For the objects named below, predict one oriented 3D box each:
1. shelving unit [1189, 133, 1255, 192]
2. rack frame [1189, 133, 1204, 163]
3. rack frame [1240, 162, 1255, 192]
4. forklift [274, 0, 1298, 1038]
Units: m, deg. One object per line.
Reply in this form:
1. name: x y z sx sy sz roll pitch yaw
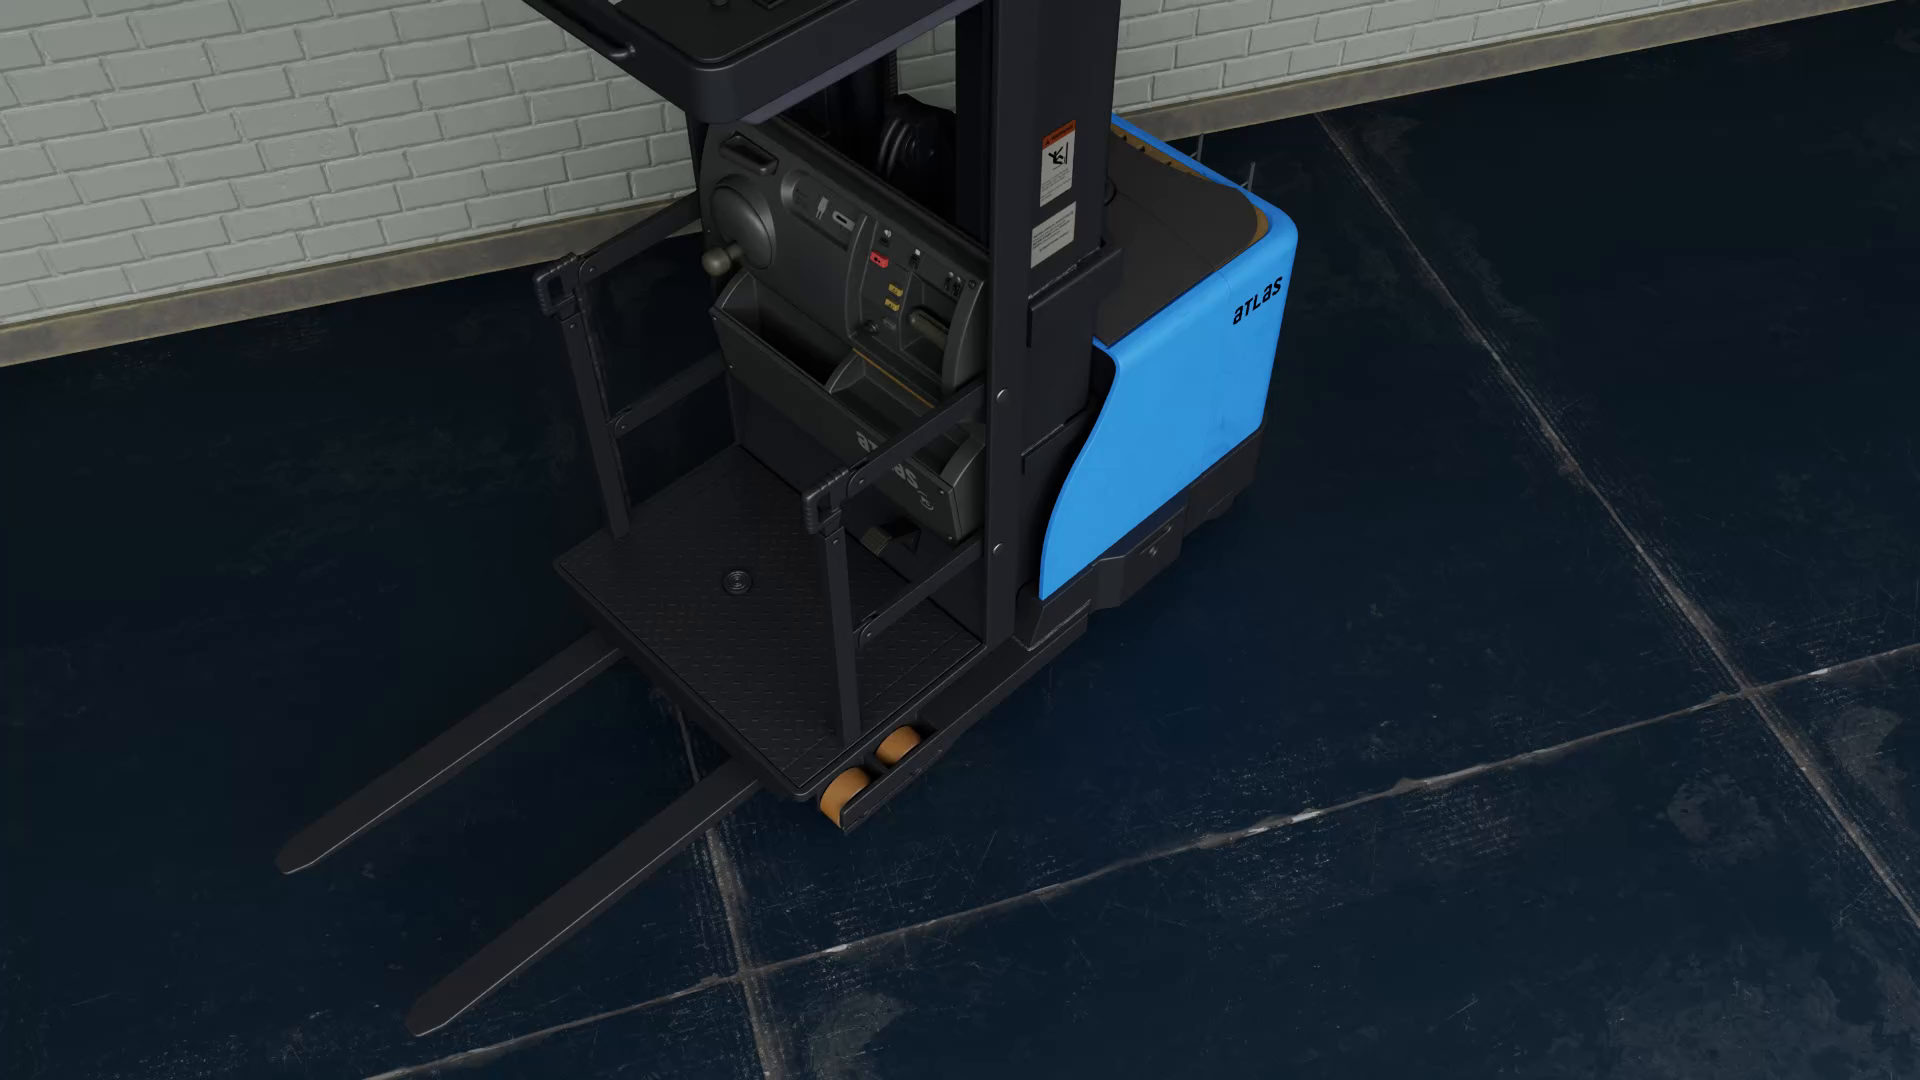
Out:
1. shelving unit: 0.736 -0.846 5.375 0.258 0.900 0.210 -37 59 -27
2. rack frame: 0.665 -0.902 5.422 0.240 0.900 0.006 -37 59 -27
3. rack frame: 0.807 -0.791 5.328 0.240 0.900 0.006 -37 59 -27
4. forklift: -0.448 -0.608 3.846 3.031 2.935 1.130 -37 59 -27
